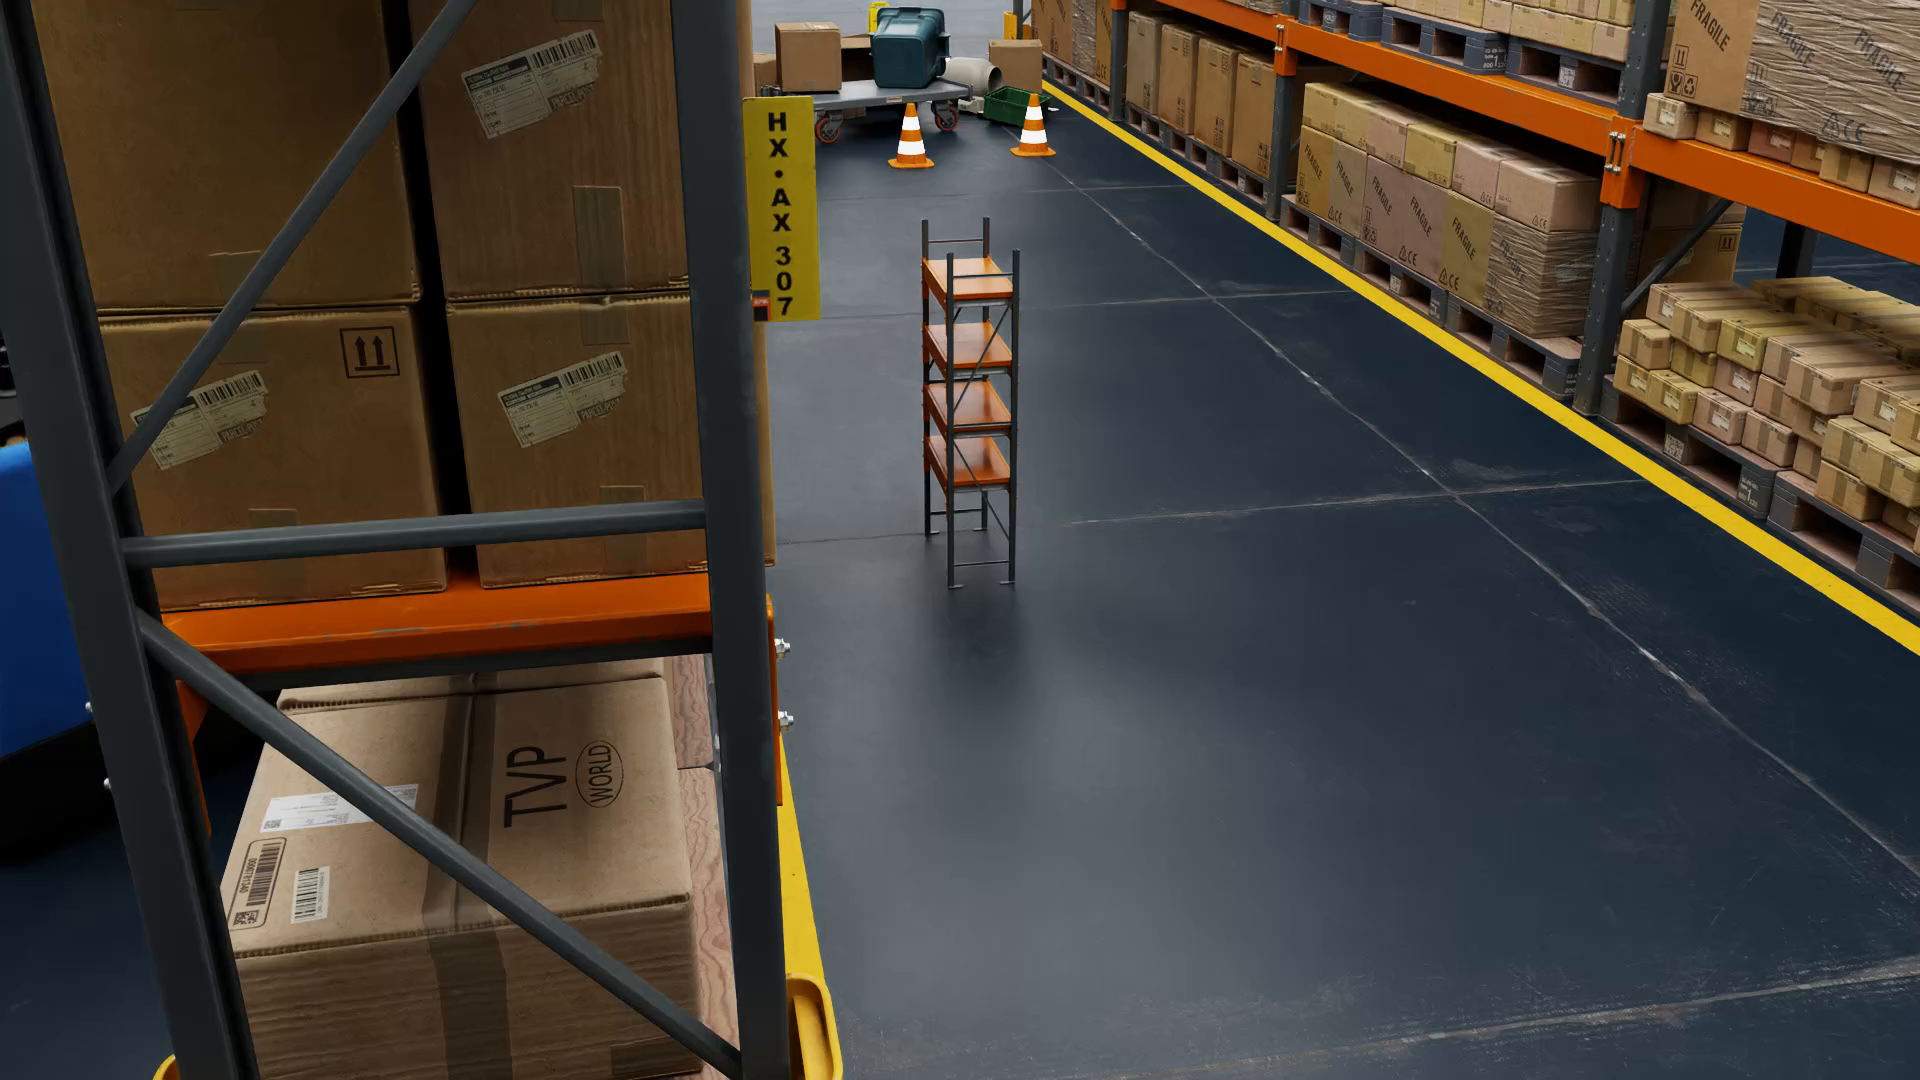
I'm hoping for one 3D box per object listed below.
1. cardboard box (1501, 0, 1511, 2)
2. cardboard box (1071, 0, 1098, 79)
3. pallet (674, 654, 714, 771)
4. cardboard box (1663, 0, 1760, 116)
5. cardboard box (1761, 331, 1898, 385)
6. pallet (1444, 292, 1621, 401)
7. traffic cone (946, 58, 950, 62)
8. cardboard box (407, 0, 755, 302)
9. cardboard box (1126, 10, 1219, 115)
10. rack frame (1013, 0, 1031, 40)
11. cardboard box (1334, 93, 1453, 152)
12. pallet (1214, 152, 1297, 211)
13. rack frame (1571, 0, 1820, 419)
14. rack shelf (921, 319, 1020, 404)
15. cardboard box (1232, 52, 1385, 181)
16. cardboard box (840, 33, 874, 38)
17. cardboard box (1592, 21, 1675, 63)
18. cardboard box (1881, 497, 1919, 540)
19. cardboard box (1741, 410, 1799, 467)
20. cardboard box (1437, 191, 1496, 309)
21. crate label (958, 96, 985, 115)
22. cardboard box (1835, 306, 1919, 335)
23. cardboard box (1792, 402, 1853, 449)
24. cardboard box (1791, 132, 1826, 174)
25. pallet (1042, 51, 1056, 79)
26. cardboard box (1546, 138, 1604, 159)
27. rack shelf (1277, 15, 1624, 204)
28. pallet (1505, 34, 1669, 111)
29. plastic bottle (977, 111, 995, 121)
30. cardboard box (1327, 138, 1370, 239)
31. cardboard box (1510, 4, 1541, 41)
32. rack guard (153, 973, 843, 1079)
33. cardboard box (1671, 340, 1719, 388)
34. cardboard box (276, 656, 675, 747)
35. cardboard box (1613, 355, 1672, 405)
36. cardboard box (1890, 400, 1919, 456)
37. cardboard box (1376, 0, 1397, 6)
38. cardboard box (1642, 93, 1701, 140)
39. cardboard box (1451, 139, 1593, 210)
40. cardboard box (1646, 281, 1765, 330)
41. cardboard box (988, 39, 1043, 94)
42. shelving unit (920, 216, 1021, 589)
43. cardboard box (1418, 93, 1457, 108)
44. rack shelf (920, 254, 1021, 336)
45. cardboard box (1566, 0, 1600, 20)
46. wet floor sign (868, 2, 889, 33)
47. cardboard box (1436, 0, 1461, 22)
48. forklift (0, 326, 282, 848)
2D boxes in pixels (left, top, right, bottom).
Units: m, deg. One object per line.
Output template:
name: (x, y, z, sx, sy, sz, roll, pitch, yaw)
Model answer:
cardboard box: (2.840, -2.750, 8.216, 0.380, 0.149, 0.250, -6, 24, -12)
cardboard box: (1.605, -4.956, 15.979, 0.875, 0.875, 0.875, -4, 24, -9)
pallet: (-1.251, 0.486, 4.873, 1.003, 0.211, 1.213, -4, 24, -10)
cardboard box: (3.146, -1.952, 6.475, 0.500, 0.500, 0.500, -5, 24, -11)
cardboard box: (3.321, -0.682, 6.357, 0.380, 0.149, 0.250, -5, 24, -11)
pallet: (3.157, -1.012, 8.303, 1.003, 0.211, 1.213, -4, 24, -10)
traffic cone: (-0.214, -5.227, 17.640, 0.336, 0.463, 0.334, -4, 24, -10)
cardboard box: (-0.613, -0.718, 2.772, 0.500, 0.500, 0.500, -5, 24, -11)
cardboard box: (2.026, -4.054, 14.071, 1.050, 0.750, 0.750, -4, 24, -10)
rack frame: (1.084, -6.704, 17.851, 1.000, 3.000, 0.127, -4, 24, -10)
cardboard box: (2.546, -2.459, 9.794, 0.500, 0.250, 0.500, -5, 24, -10)
pallet: (2.491, -2.595, 11.927, 1.003, 0.211, 1.213, -4, 24, -10)
rack frame: (3.303, -1.983, 7.044, 1.000, 3.000, 0.127, -4, 24, -10)
rack shelf: (0.031, -0.628, 5.798, 0.258, 0.148, 0.480, -4, 24, -10)
cardboard box: (2.539, -2.964, 11.576, 1.050, 0.750, 0.750, -5, 24, -10)
cardboard box: (-0.950, -4.650, 16.268, 0.637, 0.503, 0.797, 18, 29, 36)
cardboard box: (3.035, -2.202, 7.334, 0.380, 0.149, 0.250, -5, 24, -11)
cardboard box: (3.458, -0.097, 5.763, 0.380, 0.149, 0.250, -4, 24, -8)
cardboard box: (3.296, -0.408, 6.473, 0.380, 0.149, 0.250, -5, 24, -11)
cardboard box: (2.824, -1.505, 8.546, 0.500, 0.500, 0.500, -5, 24, -11)
crate label: (0.125, -3.963, 15.152, 0.250, 0.136, 0.298, 18, 29, 36)
cardboard box: (3.763, -0.826, 6.688, 0.380, 0.149, 0.250, -5, 24, -10)
cardboard box: (3.345, -0.437, 6.169, 0.380, 0.149, 0.250, -3, 24, -7)
cardboard box: (3.299, -1.428, 6.086, 0.380, 0.149, 0.250, -5, 24, -12)
pallet: (1.308, -5.117, 17.702, 1.003, 0.211, 1.213, -4, 24, -10)
cardboard box: (3.325, -1.894, 8.499, 0.500, 0.250, 0.500, -4, 24, -8)
rack shelf: (2.933, -2.440, 8.989, 1.077, 0.370, 4.000, -4, 24, -10)
pallet: (3.304, -2.207, 7.795, 1.003, 0.211, 1.213, -4, 24, -10)
plastic bottle: (0.289, -3.781, 14.830, 0.133, 0.061, 0.283, -19, 30, -37)
cardboard box: (2.539, -2.109, 9.930, 0.500, 0.500, 0.500, -4, 24, -9)
cardboard box: (2.896, -2.501, 8.018, 0.380, 0.149, 0.250, -6, 24, -12)
rack guard: (-0.799, 1.151, 2.990, 1.175, 0.500, 0.348, -4, 24, -10)
cardboard box: (3.190, -0.747, 6.877, 0.380, 0.149, 0.250, -4, 24, -9)
cardboard box: (-1.202, 0.366, 4.340, 0.875, 0.438, 0.875, -4, 24, -8)
cardboard box: (3.054, -0.702, 7.148, 0.380, 0.149, 0.250, -5, 24, -12)
cardboard box: (3.426, -0.375, 5.654, 0.380, 0.149, 0.250, -4, 24, -9)
cardboard box: (2.598, -3.126, 9.448, 0.380, 0.149, 0.250, -3, 24, -7)
cardboard box: (3.033, -1.733, 6.783, 0.380, 0.149, 0.250, -3, 24, -8)
cardboard box: (2.834, -1.851, 8.403, 0.500, 0.250, 0.500, -3, 24, -7)
cardboard box: (3.163, -0.991, 7.066, 0.380, 0.149, 0.250, -3, 24, -8)
cardboard box: (0.528, -4.520, 15.972, 0.500, 0.500, 0.500, 0, 24, -1)
shelving unit: (0.031, -0.485, 5.861, 0.258, 1.200, 0.503, -4, 24, -10)
cardboard box: (3.051, -2.500, 9.888, 0.500, 0.250, 0.500, -4, 24, -9)
rack shelf: (0.031, -0.845, 5.703, 0.258, 0.148, 0.480, -4, 24, -10)
cardboard box: (2.985, -2.443, 7.512, 0.380, 0.149, 0.250, -4, 24, -9)
wet floor sign: (-0.868, -5.489, 18.013, 0.267, 0.644, 0.232, -9, 25, -19)
cardboard box: (2.741, -2.819, 8.747, 0.380, 0.149, 0.250, -5, 24, -11)
forklift: (-3.399, -0.993, 4.862, 3.031, 2.935, 1.130, 16, 28, 33)
